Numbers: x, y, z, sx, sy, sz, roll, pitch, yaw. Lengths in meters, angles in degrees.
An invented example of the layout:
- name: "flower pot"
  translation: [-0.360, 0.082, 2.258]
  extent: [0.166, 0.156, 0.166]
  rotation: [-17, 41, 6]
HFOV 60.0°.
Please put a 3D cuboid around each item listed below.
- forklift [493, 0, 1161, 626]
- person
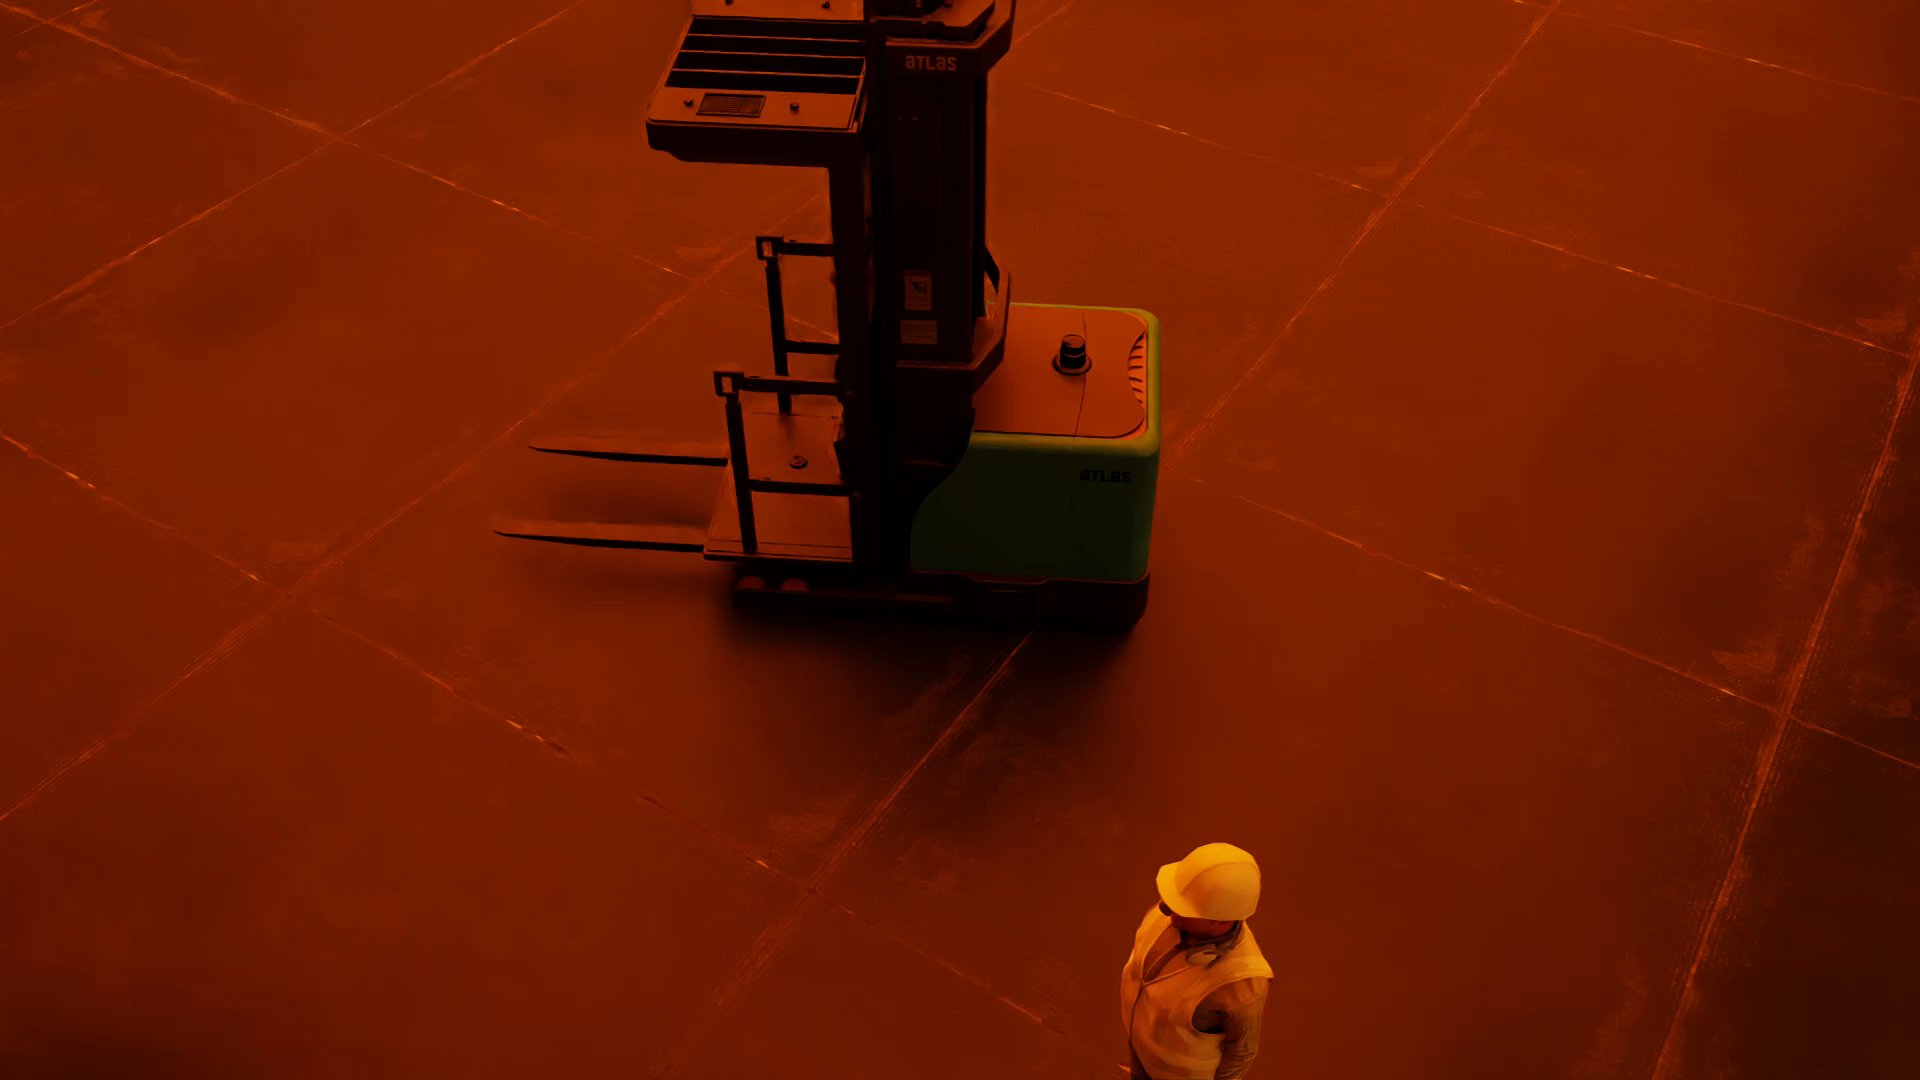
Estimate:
- name: "forklift"
  translation: [-0.630, -1.086, 6.994]
  extent: [3.031, 2.935, 1.130]
  rotation: [3, 44, 3]
- name: "person"
  translation: [0.673, 1.515, 5.094]
  extent: [0.368, 1.777, 0.526]
  rotation: [-15, 46, -16]
